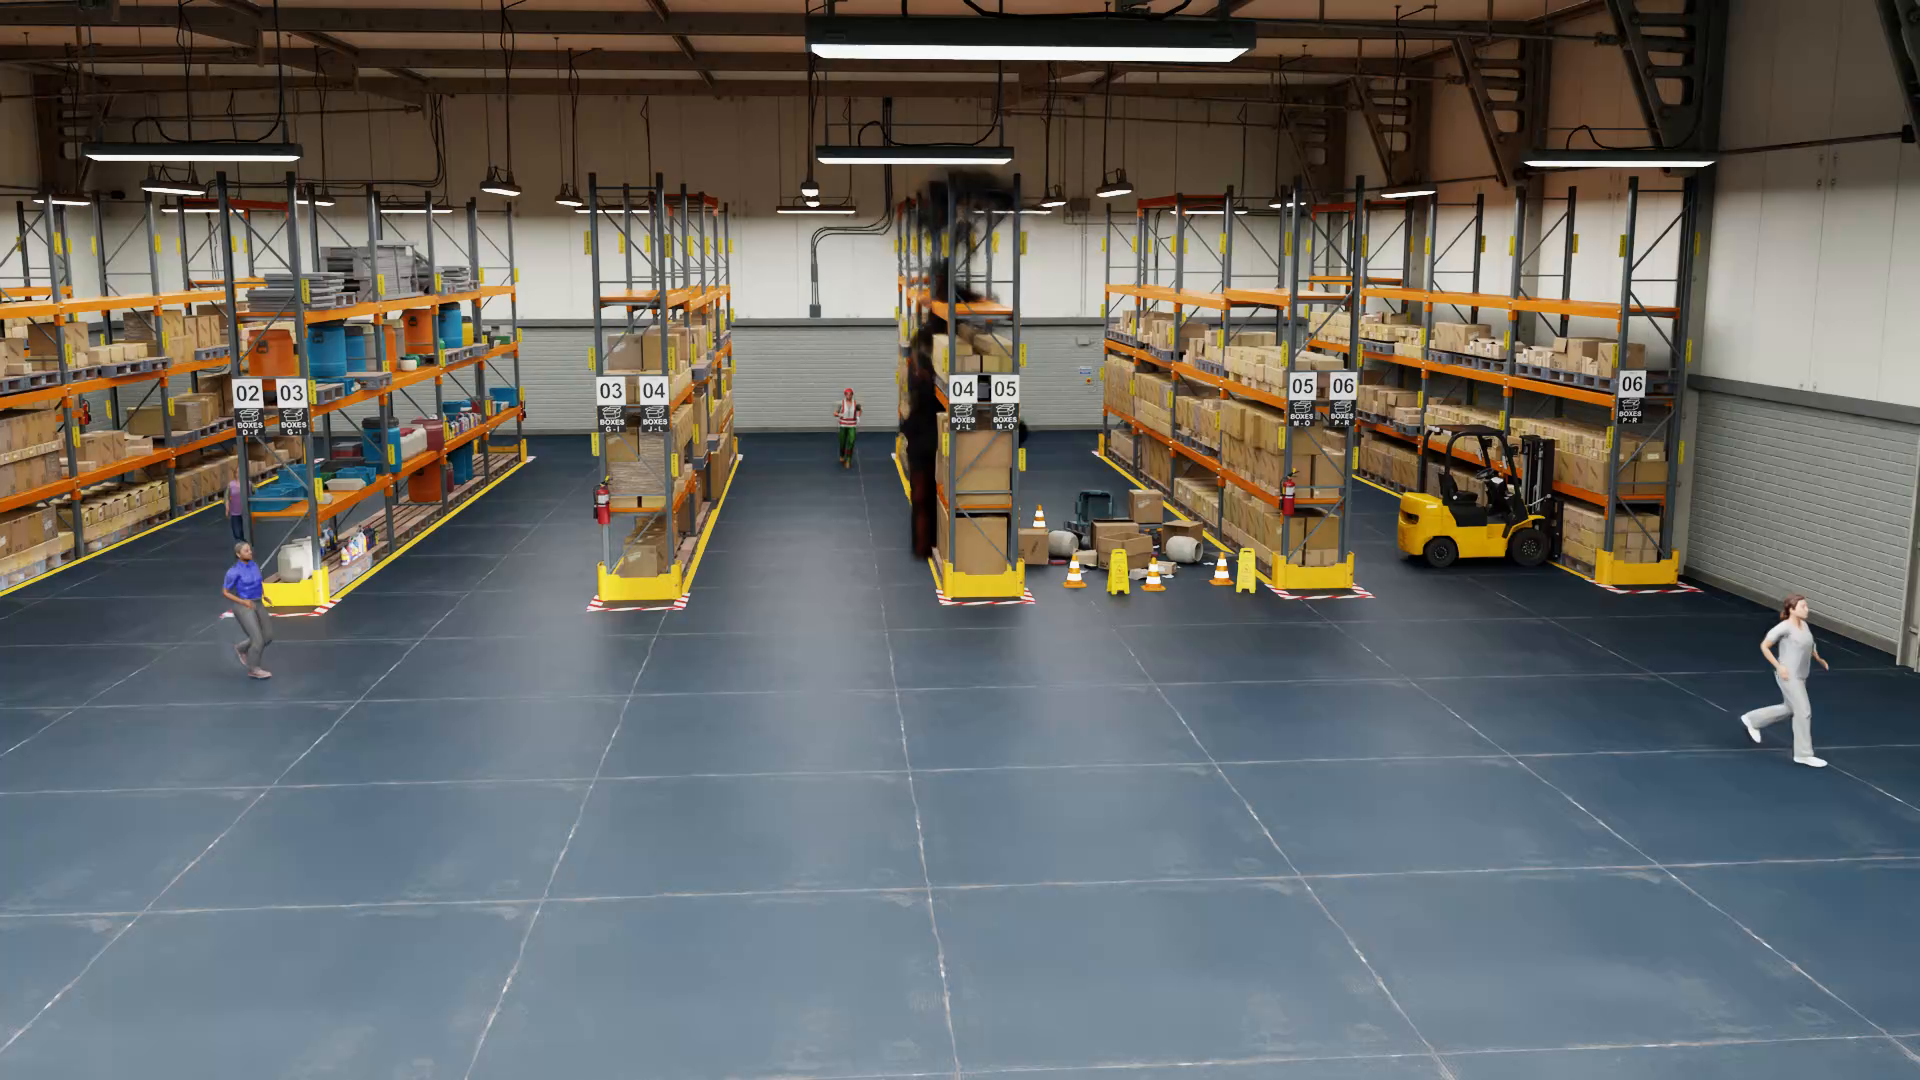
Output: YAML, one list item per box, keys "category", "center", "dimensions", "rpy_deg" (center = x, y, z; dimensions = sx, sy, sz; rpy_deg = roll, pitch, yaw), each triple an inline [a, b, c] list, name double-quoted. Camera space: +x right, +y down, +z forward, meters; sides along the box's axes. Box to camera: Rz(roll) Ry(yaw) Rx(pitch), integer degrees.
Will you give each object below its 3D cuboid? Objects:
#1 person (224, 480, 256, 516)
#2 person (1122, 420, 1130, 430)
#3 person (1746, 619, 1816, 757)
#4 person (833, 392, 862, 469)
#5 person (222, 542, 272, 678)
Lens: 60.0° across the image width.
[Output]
- category: "person"
  center: [-11.447, -0.661, 26.480]
  dimensions: [0.537, 0.586, 0.299]
  rpy_deg: [-3, 10, -16]
- category: "person"
  center: [4.188, -2.955, 41.625]
  dimensions: [0.743, 1.344, 0.620]
  rpy_deg: [6, 11, 29]
- category: "person"
  center: [8.106, 1.425, 16.364]
  dimensions: [0.547, 1.330, 0.732]
  rpy_deg: [-7, 12, -35]
- category: "person"
  center: [-2.565, -2.550, 38.090]
  dimensions: [0.658, 1.766, 0.943]
  rpy_deg: [-1, 10, -7]
- category: "person"
  center: [-8.345, 0.814, 19.471]
  dimensions: [0.566, 1.603, 0.574]
  rpy_deg: [4, 11, 20]
